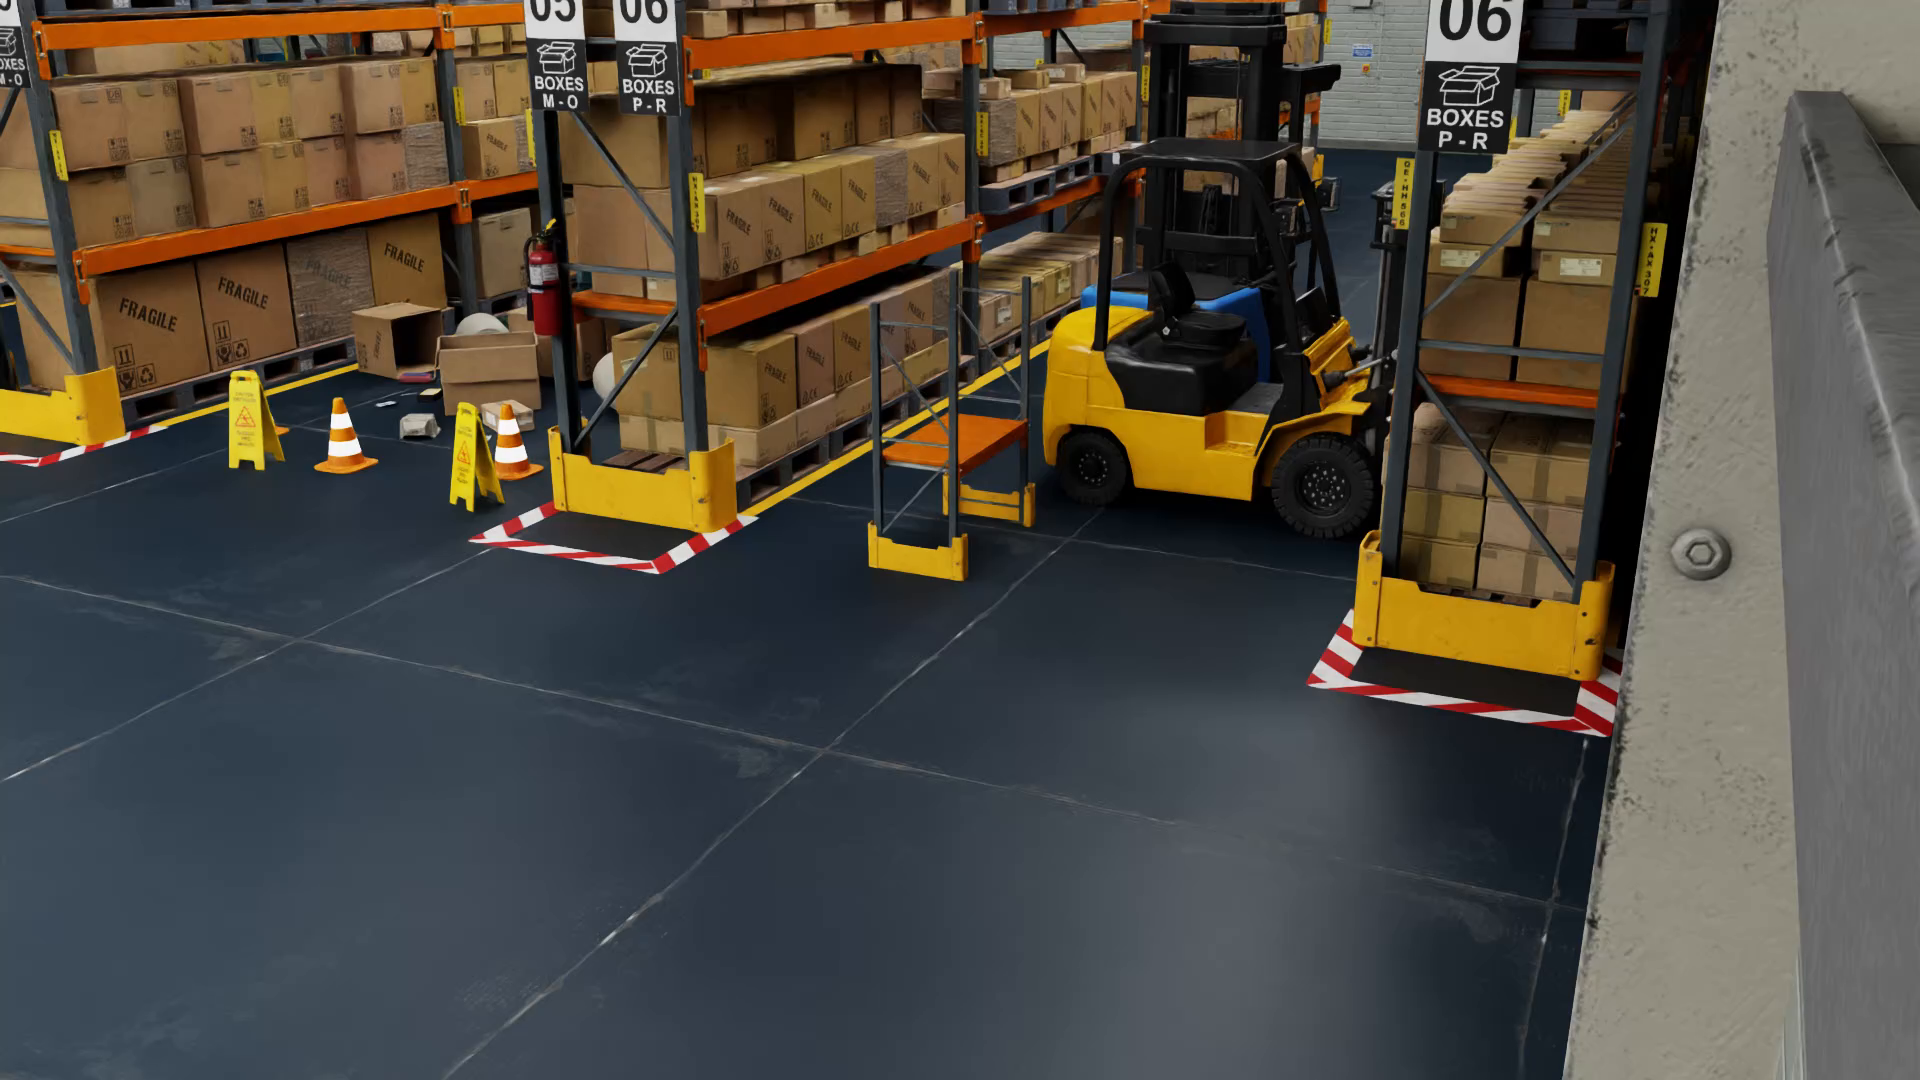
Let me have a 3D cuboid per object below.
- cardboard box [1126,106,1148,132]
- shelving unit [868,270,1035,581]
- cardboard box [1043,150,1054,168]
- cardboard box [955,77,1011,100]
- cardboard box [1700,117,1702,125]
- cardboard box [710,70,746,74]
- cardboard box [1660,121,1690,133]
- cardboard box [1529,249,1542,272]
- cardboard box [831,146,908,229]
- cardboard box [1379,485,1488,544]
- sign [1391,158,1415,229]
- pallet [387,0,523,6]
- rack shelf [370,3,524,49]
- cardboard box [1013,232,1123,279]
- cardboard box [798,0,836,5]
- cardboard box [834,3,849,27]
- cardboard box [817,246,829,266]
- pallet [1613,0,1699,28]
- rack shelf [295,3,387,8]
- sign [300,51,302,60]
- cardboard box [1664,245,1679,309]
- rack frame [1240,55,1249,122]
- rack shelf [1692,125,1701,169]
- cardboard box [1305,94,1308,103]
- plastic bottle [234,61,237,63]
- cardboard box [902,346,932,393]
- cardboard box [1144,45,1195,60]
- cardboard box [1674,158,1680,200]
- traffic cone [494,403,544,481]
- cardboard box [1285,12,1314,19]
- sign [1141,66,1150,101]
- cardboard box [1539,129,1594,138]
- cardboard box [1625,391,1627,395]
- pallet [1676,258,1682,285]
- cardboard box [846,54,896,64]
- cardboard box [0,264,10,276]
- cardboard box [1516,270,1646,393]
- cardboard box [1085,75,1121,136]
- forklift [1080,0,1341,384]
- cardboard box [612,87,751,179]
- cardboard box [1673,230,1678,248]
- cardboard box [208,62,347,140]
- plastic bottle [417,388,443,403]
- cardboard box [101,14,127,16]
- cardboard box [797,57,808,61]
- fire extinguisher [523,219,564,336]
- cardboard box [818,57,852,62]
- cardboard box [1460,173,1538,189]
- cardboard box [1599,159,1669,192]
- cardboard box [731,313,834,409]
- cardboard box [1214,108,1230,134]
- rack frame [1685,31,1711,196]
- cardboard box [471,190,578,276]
[{"bbox_3d":[1.740,-4.287,16.826,0.500,0.250,0.500,8,21,22],"label":"cardboard box"},{"bbox_3d":[-0.031,-0.683,9.452,0.587,1.500,1.083,9,21,23],"label":"shelving unit"},{"bbox_3d":[0.586,-3.304,14.332,0.380,0.149,0.250,9,21,23],"label":"cardboard box"},{"bbox_3d":[0.184,-3.565,13.128,0.380,0.149,0.250,8,21,22],"label":"cardboard box"},{"bbox_3d":[8.638,-5.033,19.818,0.380,0.149,0.250,8,21,22],"label":"cardboard box"},{"bbox_3d":[-2.673,-5.281,19.003,0.380,0.149,0.250,8,21,22],"label":"cardboard box"},{"bbox_3d":[5.684,-3.296,13.444,0.380,0.149,0.250,8,21,22],"label":"cardboard box"},{"bbox_3d":[2.979,-1.381,8.058,0.380,0.149,0.250,9,21,23],"label":"cardboard box"},{"bbox_3d":[-0.699,-2.479,11.668,0.500,0.500,0.500,9,22,24],"label":"cardboard box"},{"bbox_3d":[2.475,-0.206,8.601,0.500,0.250,0.500,8,21,22],"label":"cardboard box"},{"bbox_3d":[2.071,-1.612,7.743,0.100,0.325,0.005,9,21,23],"label":"sign"},{"bbox_3d":[-4.558,-5.037,15.265,0.805,0.209,1.217,8,21,21],"label":"pallet"},{"bbox_3d":[-4.070,-5.113,16.266,1.077,0.370,4.000,9,21,23],"label":"rack shelf"},{"bbox_3d":[1.066,-2.790,16.432,0.950,0.372,0.625,7,21,19],"label":"cardboard box"},{"bbox_3d":[-1.116,-3.470,10.352,0.500,0.250,0.500,9,22,24],"label":"cardboard box"},{"bbox_3d":[-0.941,-3.389,10.721,0.380,0.149,0.250,8,21,21],"label":"cardboard box"},{"bbox_3d":[-1.094,-1.906,11.027,0.380,0.149,0.250,9,22,25],"label":"cardboard box"},{"bbox_3d":[3.873,-3.206,9.963,1.003,0.211,1.213,9,21,23],"label":"pallet"},{"bbox_3d":[-6.915,-7.047,21.704,1.077,0.370,4.000,9,21,23],"label":"rack shelf"},{"bbox_3d":[-10.114,-7.318,25.456,0.100,0.325,0.005,9,21,23],"label":"sign"},{"bbox_3d":[6.265,-2.432,15.235,0.500,0.500,0.500,9,22,25],"label":"cardboard box"},{"bbox_3d":[2.945,-5.224,19.982,1.000,3.000,0.127,9,21,23],"label":"rack frame"},{"bbox_3d":[8.294,-4.817,19.910,1.077,0.370,4.000,9,21,23],"label":"rack shelf"},{"bbox_3d":[4.407,-6.159,22.461,0.500,0.500,0.500,8,21,22],"label":"cardboard box"},{"bbox_3d":[-11.071,-7.165,25.513,0.144,0.351,0.185,9,21,23],"label":"plastic bottle"},{"bbox_3d":[-0.537,-1.299,12.422,0.500,0.250,0.500,8,21,21],"label":"cardboard box"},{"bbox_3d":[2.152,-4.946,17.558,0.500,0.500,0.500,9,22,24],"label":"cardboard box"},{"bbox_3d":[5.076,-2.691,12.337,0.500,0.250,0.500,8,21,21],"label":"cardboard box"},{"bbox_3d":[-2.970,-0.669,10.960,0.336,0.463,0.334,9,21,23],"label":"traffic cone"},{"bbox_3d":[4.618,-7.134,22.742,0.380,0.149,0.250,9,21,23],"label":"cardboard box"},{"bbox_3d":[1.806,-4.438,16.162,0.100,0.325,0.005,9,21,23],"label":"sign"},{"bbox_3d":[4.670,-3.073,12.815,0.380,0.149,0.250,8,21,21],"label":"cardboard box"},{"bbox_3d":[3.760,-0.986,10.048,0.500,0.250,0.500,9,21,23],"label":"cardboard box"},{"bbox_3d":[7.176,-2.977,17.824,1.003,0.211,1.213,9,21,23],"label":"pallet"},{"bbox_3d":[-1.180,-6.177,22.067,0.500,0.500,0.500,8,21,22],"label":"cardboard box"},{"bbox_3d":[-9.800,-2.866,16.454,0.500,0.500,0.500,17,26,40],"label":"cardboard box"},{"bbox_3d":[3.017,-1.037,8.057,0.500,0.500,0.500,9,22,24],"label":"cardboard box"},{"bbox_3d":[1.172,-4.050,15.460,0.500,0.500,0.500,8,21,22],"label":"cardboard box"},{"bbox_3d":[2.048,-2.424,12.212,1.130,2.935,3.031,12,23,31],"label":"forklift"},{"bbox_3d":[-1.745,-2.554,10.389,0.700,0.500,0.500,9,21,23],"label":"cardboard box"},{"bbox_3d":[6.335,-2.764,15.200,0.380,0.149,0.250,10,22,25],"label":"cardboard box"},{"bbox_3d":[-5.537,-3.568,13.490,0.875,0.550,0.550,9,21,23],"label":"cardboard box"},{"bbox_3d":[-4.077,-1.125,12.841,0.133,0.061,0.283,1,20,4],"label":"plastic bottle"},{"bbox_3d":[-14.472,-8.726,28.187,0.500,0.500,0.500,8,21,21],"label":"cardboard box"},{"bbox_3d":[-2.194,-6.175,21.516,0.380,0.149,0.250,10,22,25],"label":"cardboard box"},{"bbox_3d":[-2.437,-1.548,9.760,0.296,0.674,0.183,9,21,23],"label":"fire extinguisher"},{"bbox_3d":[-1.599,-6.083,21.257,0.380,0.149,0.250,10,22,25],"label":"cardboard box"},{"bbox_3d":[2.946,-1.911,9.105,0.380,0.149,0.250,9,21,24],"label":"cardboard box"},{"bbox_3d":[3.937,-2.137,9.741,0.380,0.149,0.250,8,21,22],"label":"cardboard box"},{"bbox_3d":[-1.167,-1.188,10.990,0.500,0.500,0.500,8,21,21],"label":"cardboard box"},{"bbox_3d":[2.781,-4.826,19.087,0.500,0.250,0.500,8,21,22],"label":"cardboard box"},{"bbox_3d":[7.475,-4.544,18.070,1.000,3.000,0.127,9,21,23],"label":"rack frame"},{"bbox_3d":[-4.318,-3.061,16.631,1.050,0.750,0.750,9,21,23],"label":"cardboard box"}]
